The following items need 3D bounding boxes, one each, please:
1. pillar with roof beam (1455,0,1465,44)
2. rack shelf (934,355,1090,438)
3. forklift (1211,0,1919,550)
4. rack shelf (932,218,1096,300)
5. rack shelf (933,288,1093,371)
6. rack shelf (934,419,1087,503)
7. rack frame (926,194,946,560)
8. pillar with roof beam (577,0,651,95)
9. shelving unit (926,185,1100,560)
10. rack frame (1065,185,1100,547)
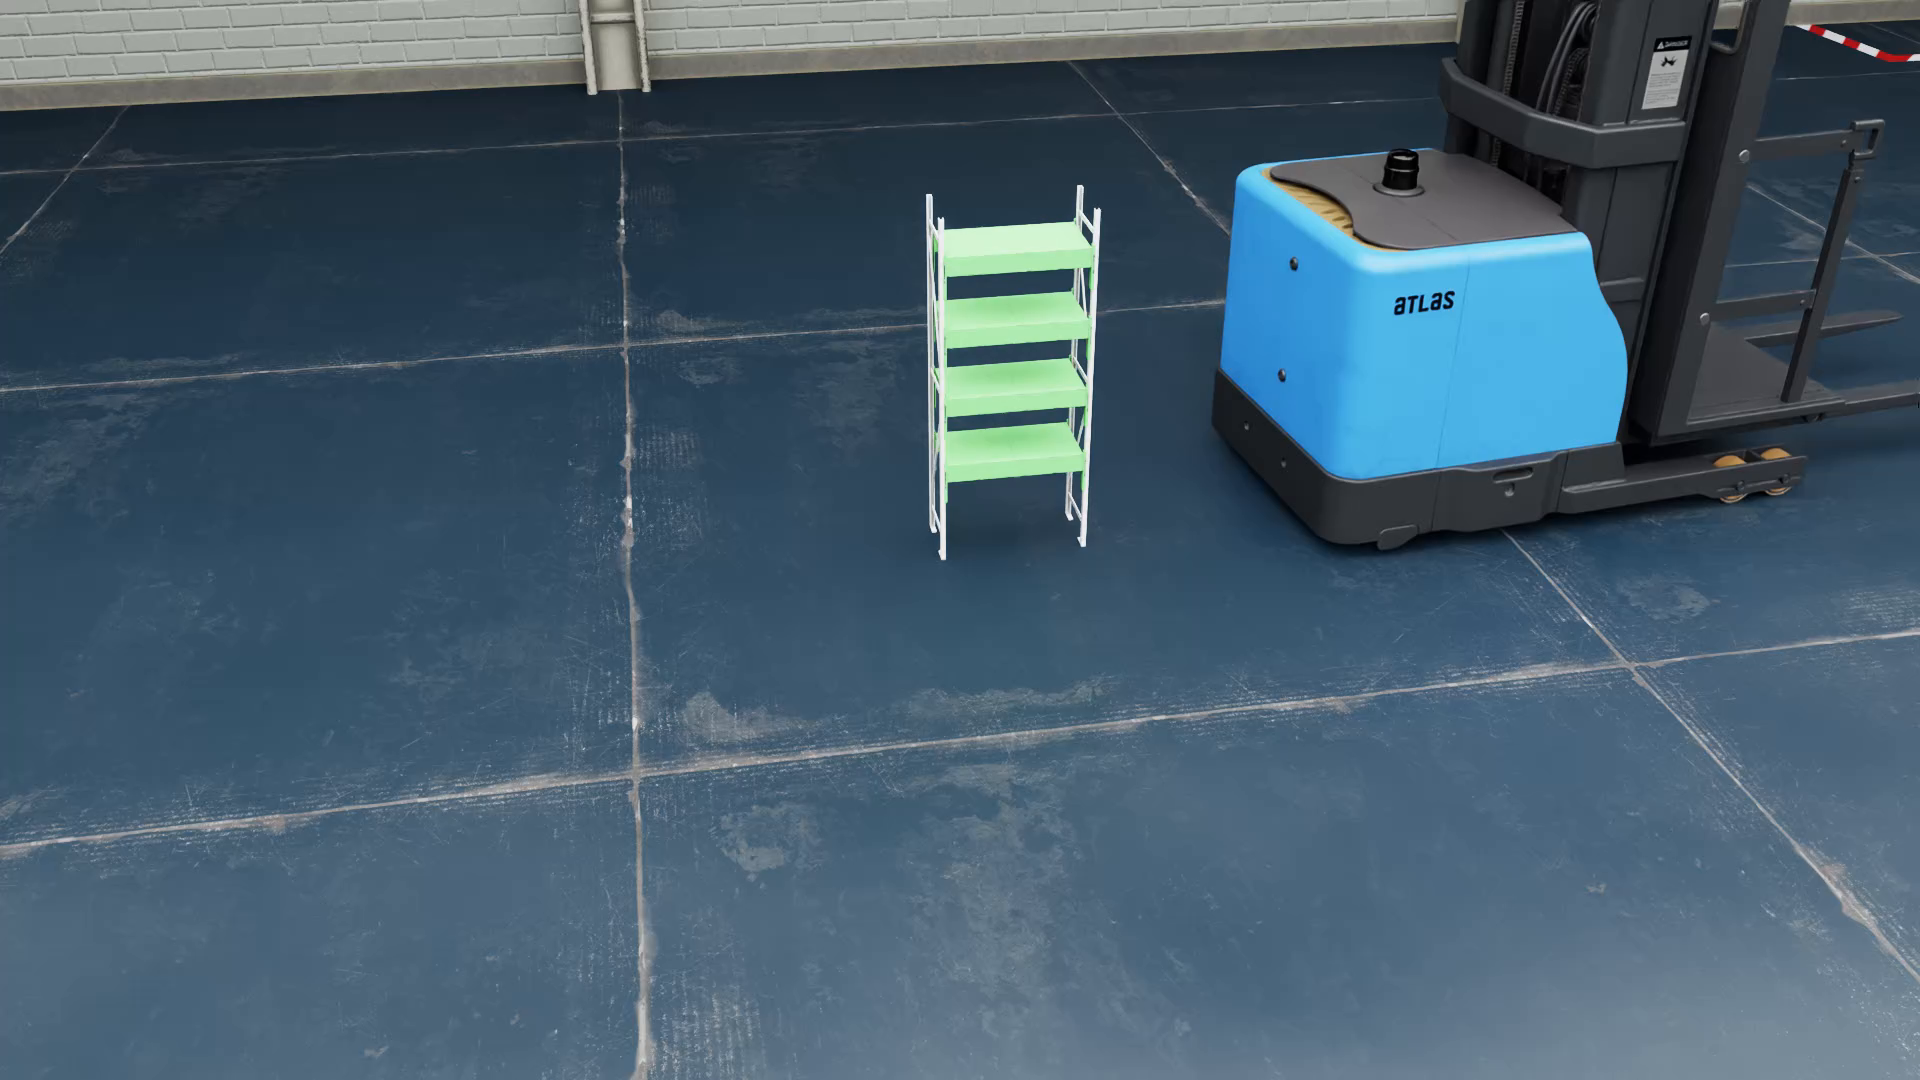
[{"bbox_3d":[4.482,-5.205,5.723,0.400,9.000,9.100,-5,31,-9],"label":"pillar with roof beam"},{"bbox_3d":[0.163,-0.477,5.504,0.480,0.148,0.258,-5,31,-9],"label":"rack shelf"},{"bbox_3d":[2.538,-1.645,5.656,3.031,2.935,1.130,-9,32,-14],"label":"forklift"},{"bbox_3d":[0.163,-0.891,5.261,0.480,0.148,0.258,-5,31,-9],"label":"rack shelf"},{"bbox_3d":[0.163,-0.684,5.382,0.480,0.148,0.258,-5,31,-9],"label":"rack shelf"},{"bbox_3d":[0.163,-0.270,5.626,0.480,0.148,0.258,-5,31,-9],"label":"rack shelf"},{"bbox_3d":[-0.077,-0.510,5.434,0.015,1.200,0.240,-5,31,-9],"label":"rack frame"},{"bbox_3d":[-1.420,-4.657,4.792,0.400,9.000,9.100,-5,31,-9],"label":"pillar with roof beam"},{"bbox_3d":[0.163,-0.532,5.472,0.503,1.200,0.258,-5,31,-9],"label":"shelving unit"},{"bbox_3d":[0.403,-0.555,5.509,0.015,1.200,0.240,-5,31,-9],"label":"rack frame"}]
